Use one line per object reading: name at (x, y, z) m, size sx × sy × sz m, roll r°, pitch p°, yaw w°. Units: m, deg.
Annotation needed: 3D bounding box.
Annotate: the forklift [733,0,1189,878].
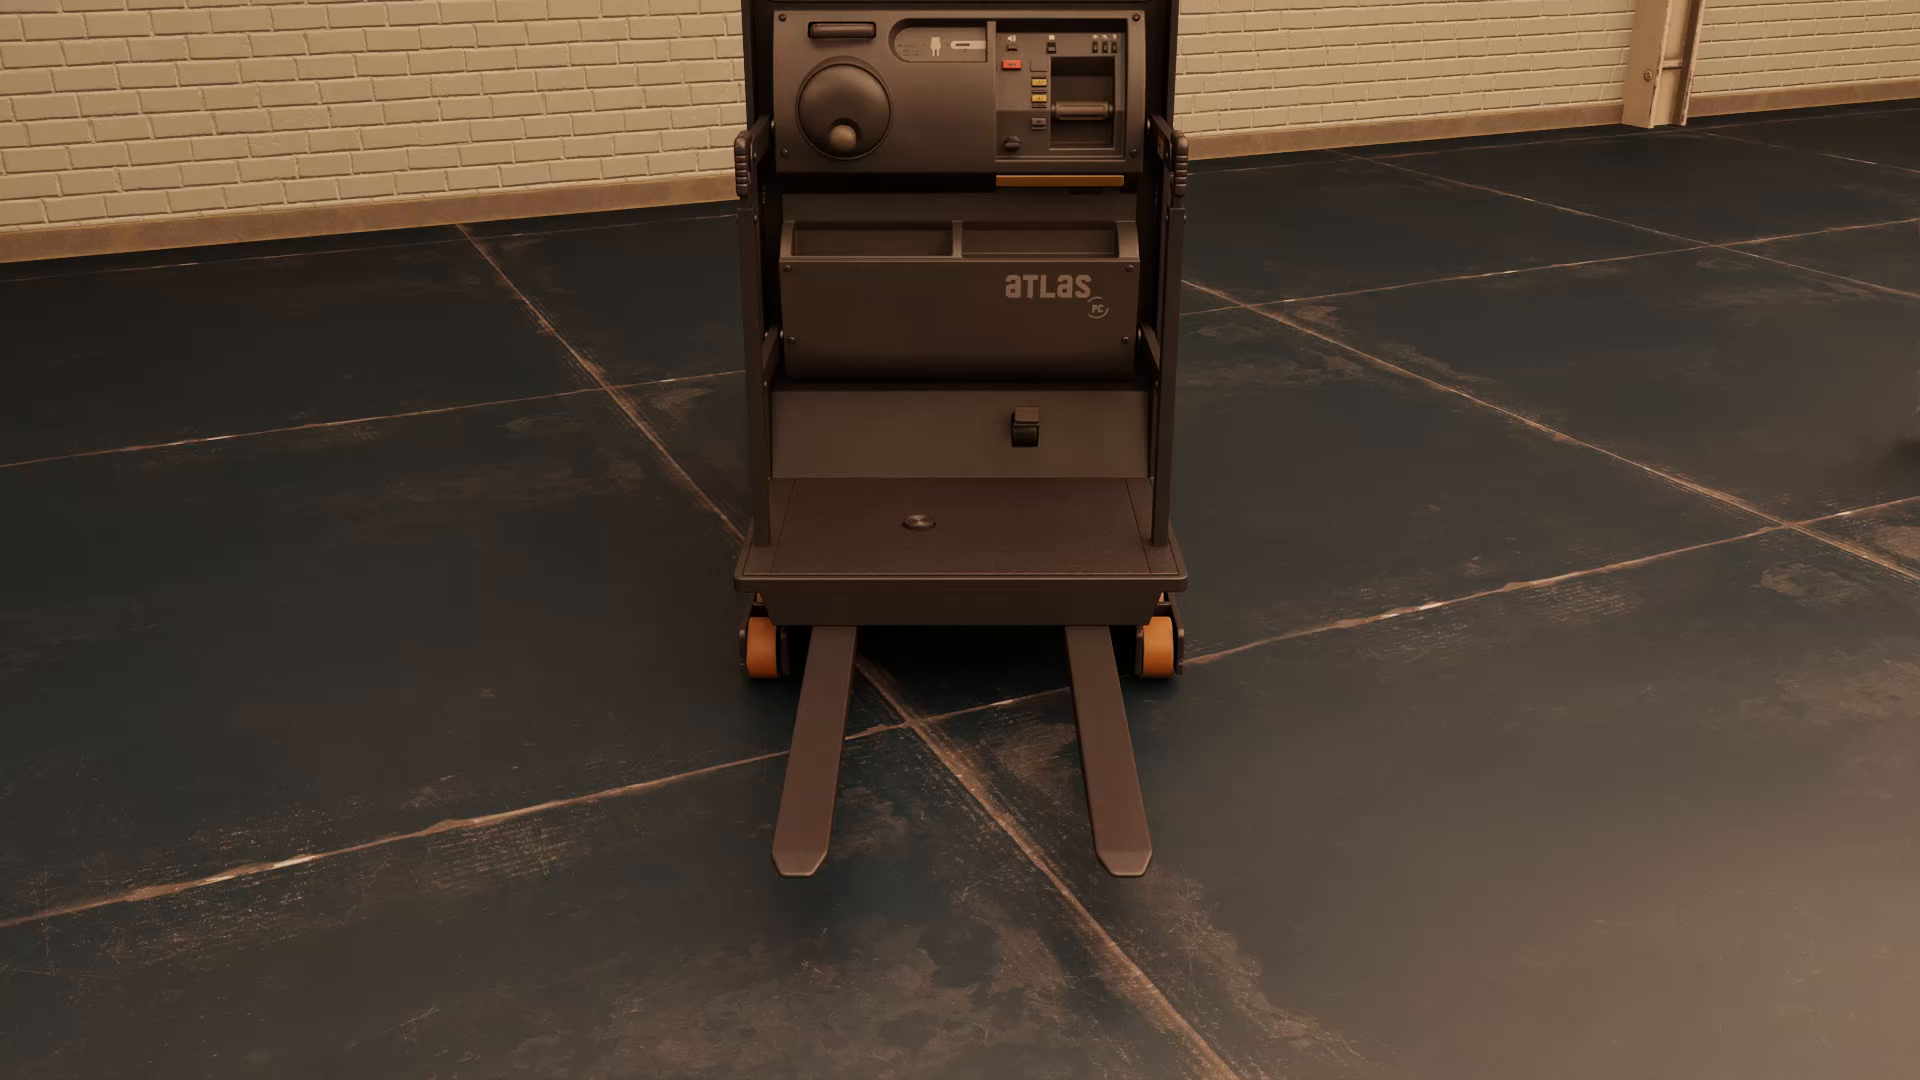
forklift at (0.001, -1.114, 3.968) m, size 1.130 × 2.935 × 3.031 m, roll 0°, pitch 23°, yaw 0°
